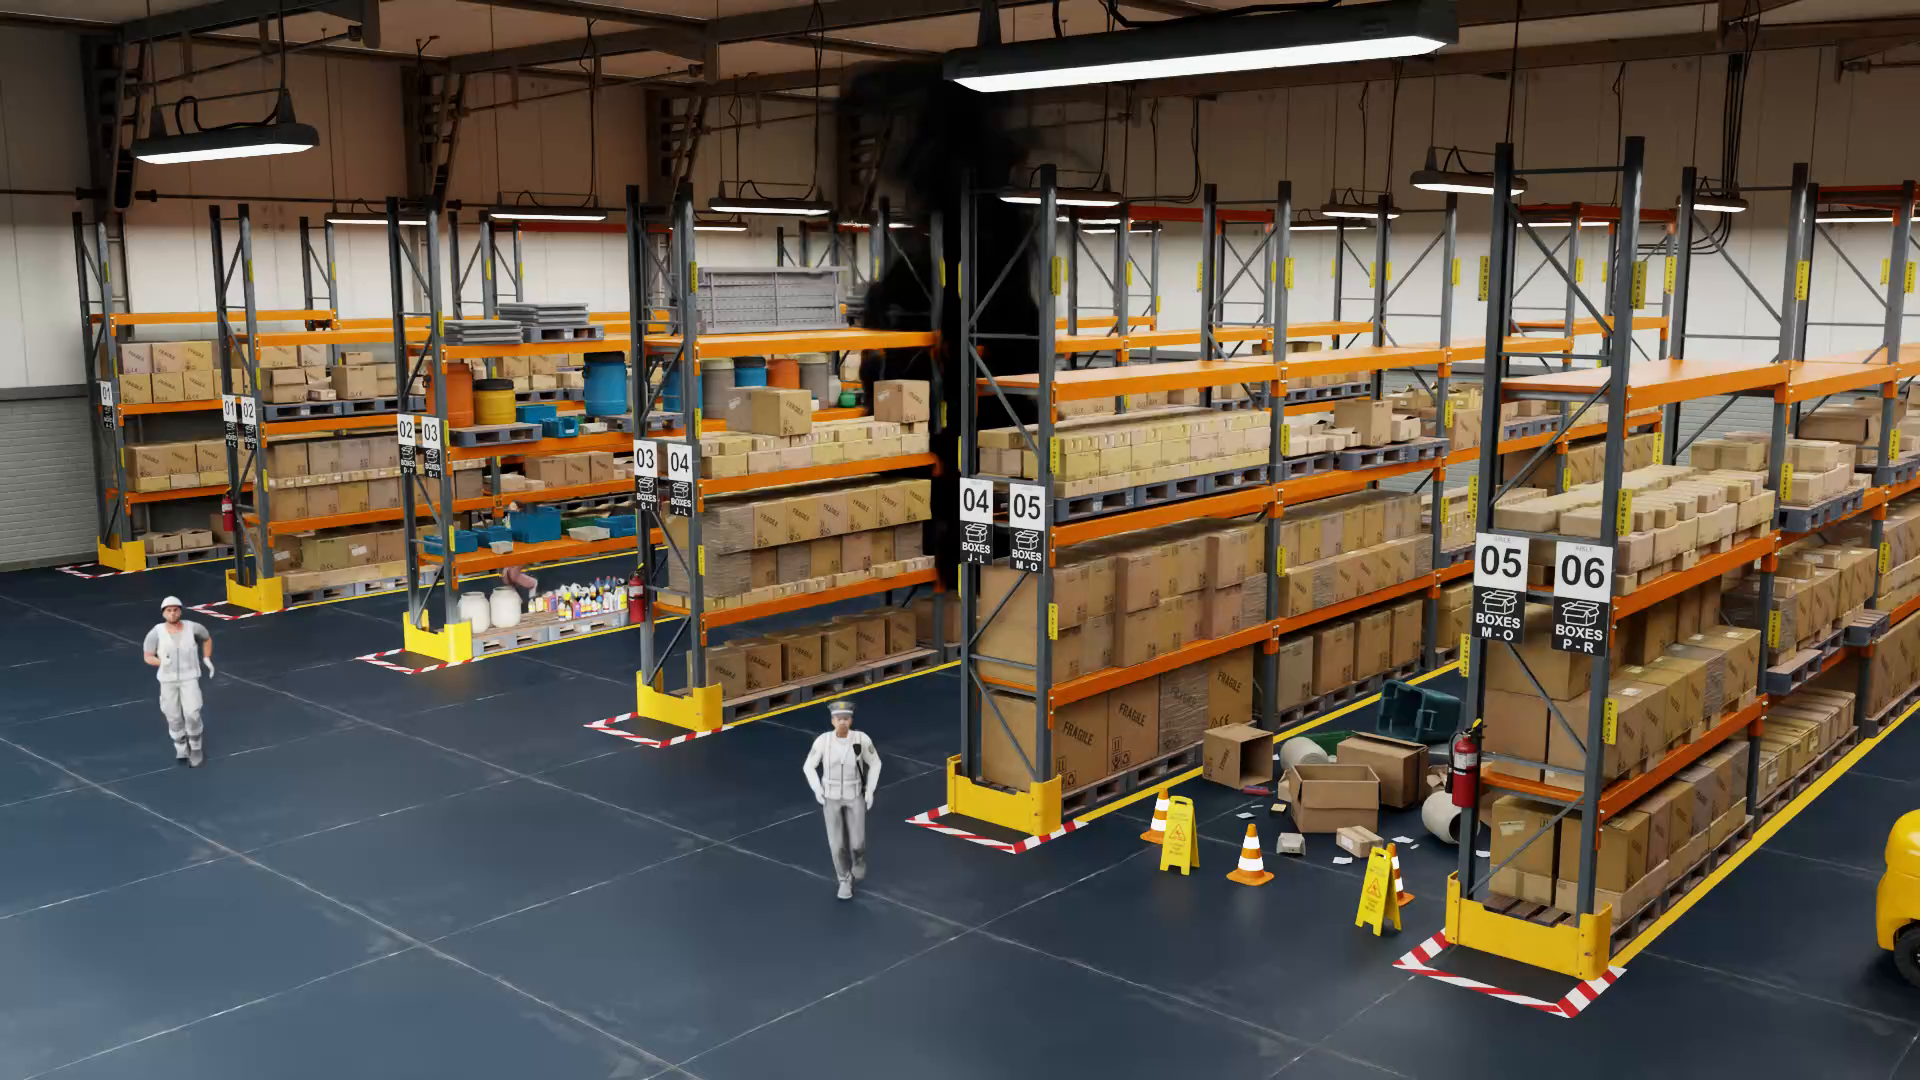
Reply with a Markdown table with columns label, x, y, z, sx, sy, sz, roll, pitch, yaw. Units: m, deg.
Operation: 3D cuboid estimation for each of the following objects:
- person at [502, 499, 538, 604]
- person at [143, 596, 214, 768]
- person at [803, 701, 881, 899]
| label | x | y | z | sx | sy | sz | roll | pitch | yaw |
| --- | --- | --- | --- | --- | --- | --- | --- | --- | --- |
| person | -6.722 | 0.181 | 25.270 | 0.578 | 1.619 | 0.569 | 5 | 11 | 30 |
| person | -8.012 | 1.465 | 17.091 | 0.639 | 1.794 | 0.712 | -4 | 10 | -22 |
| person | -0.964 | 2.112 | 13.641 | 0.638 | 1.647 | 0.548 | 0 | 9 | -1 |
